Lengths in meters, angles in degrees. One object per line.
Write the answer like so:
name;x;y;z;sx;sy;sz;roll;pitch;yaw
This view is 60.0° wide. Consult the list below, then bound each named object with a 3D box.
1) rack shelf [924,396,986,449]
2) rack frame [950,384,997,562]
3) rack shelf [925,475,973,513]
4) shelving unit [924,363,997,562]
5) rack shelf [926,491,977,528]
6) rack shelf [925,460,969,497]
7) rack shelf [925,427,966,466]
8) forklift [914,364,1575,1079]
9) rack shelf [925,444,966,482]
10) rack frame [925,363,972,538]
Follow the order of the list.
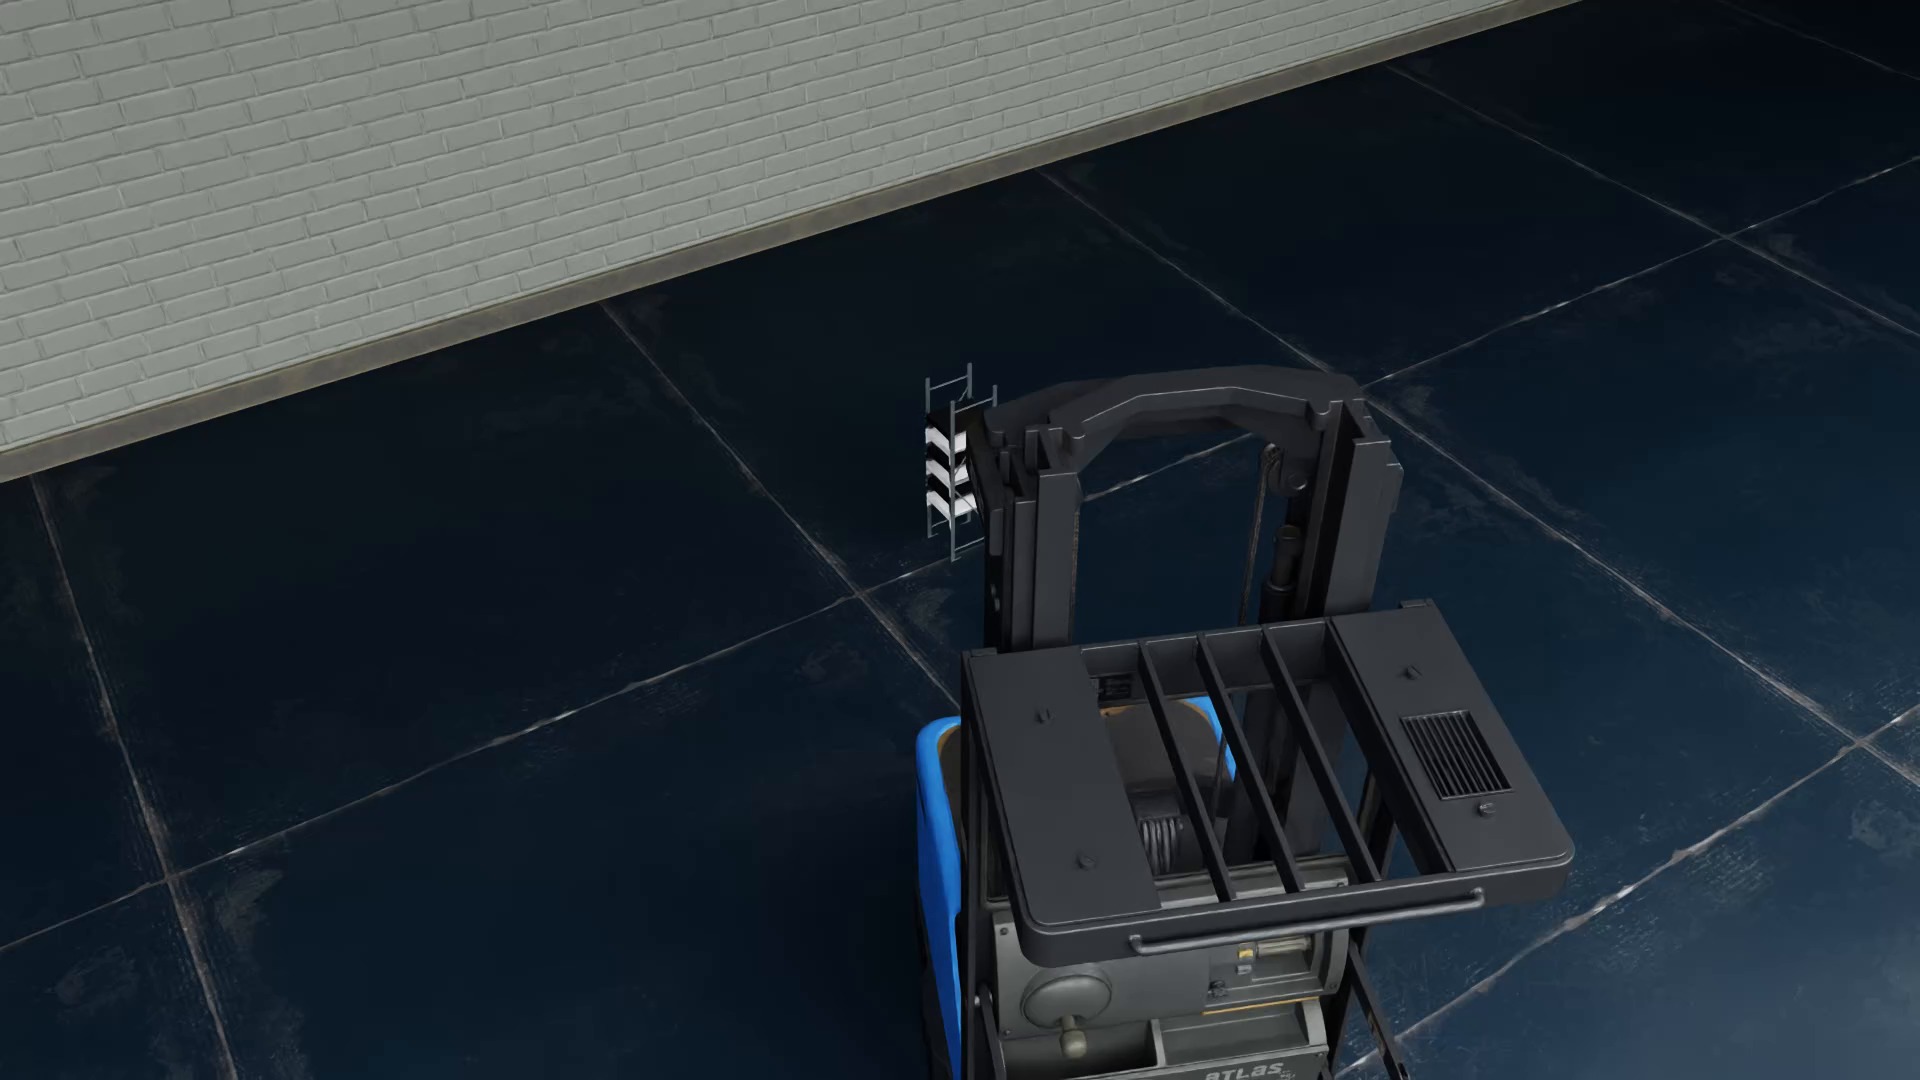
rack shelf;0.004;-0.523;7.366;0.258;0.077;0.200;-22;45;-24
rack frame;0.059;-0.286;7.451;0.240;0.900;0.006;-22;45;-24
rack shelf;0.004;-0.247;7.596;0.258;0.077;0.200;-22;45;-24
shelving unit;0.004;-0.341;7.517;0.258;0.900;0.210;-22;45;-24
rack shelf;0.004;-0.177;7.654;0.258;0.077;0.200;-22;45;-24
rack shelf;0.004;-0.316;7.539;0.258;0.077;0.200;-22;45;-24
rack shelf;0.004;-0.454;7.423;0.258;0.077;0.200;-22;45;-24
forklift;0.586;1.168;4.120;1.130;2.935;3.031;-6;40;-7
rack shelf;0.004;-0.385;7.481;0.258;0.077;0.200;-22;45;-24
rack frame;-0.050;-0.396;7.583;0.240;0.900;0.006;-22;45;-24
